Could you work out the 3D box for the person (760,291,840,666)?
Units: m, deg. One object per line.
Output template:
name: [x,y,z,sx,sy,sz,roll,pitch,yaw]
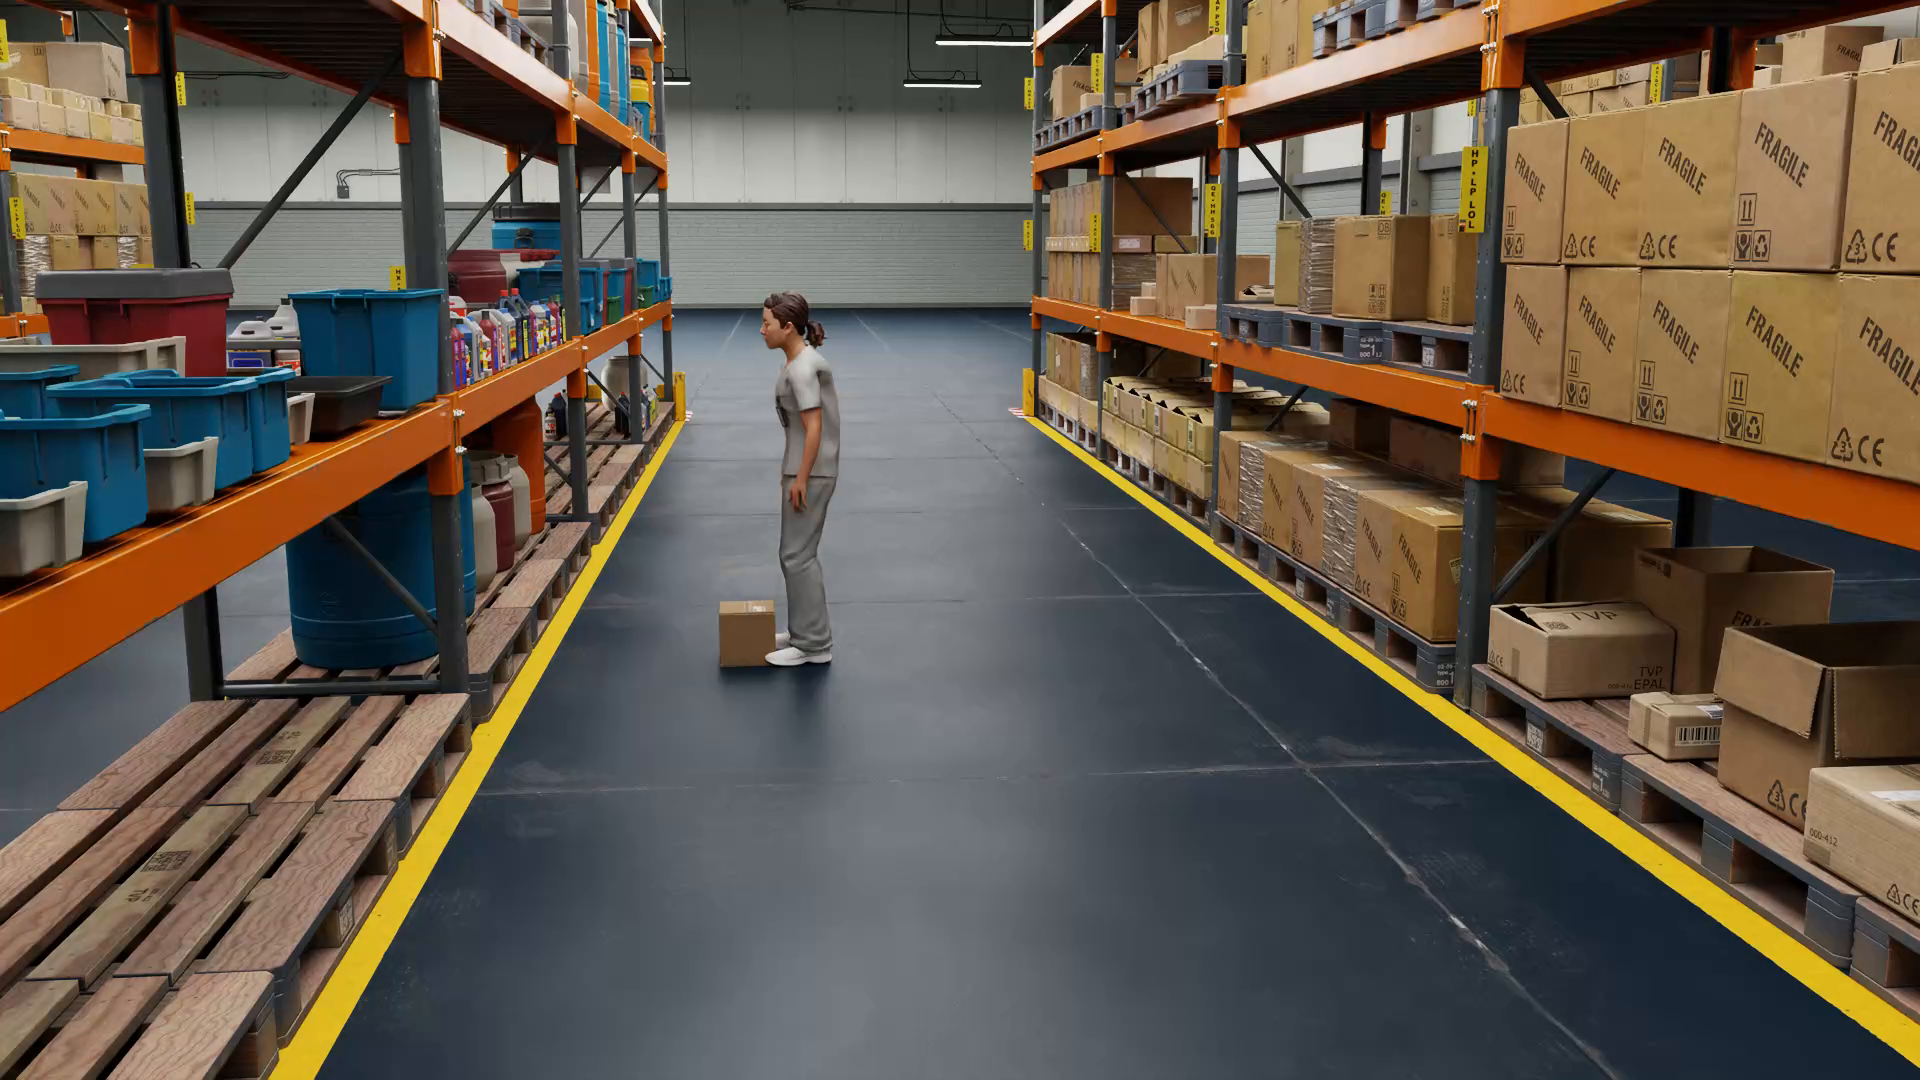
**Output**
person: [-0.721,-0.280,7.487,0.360,1.672,0.514,-2,10,-9]
